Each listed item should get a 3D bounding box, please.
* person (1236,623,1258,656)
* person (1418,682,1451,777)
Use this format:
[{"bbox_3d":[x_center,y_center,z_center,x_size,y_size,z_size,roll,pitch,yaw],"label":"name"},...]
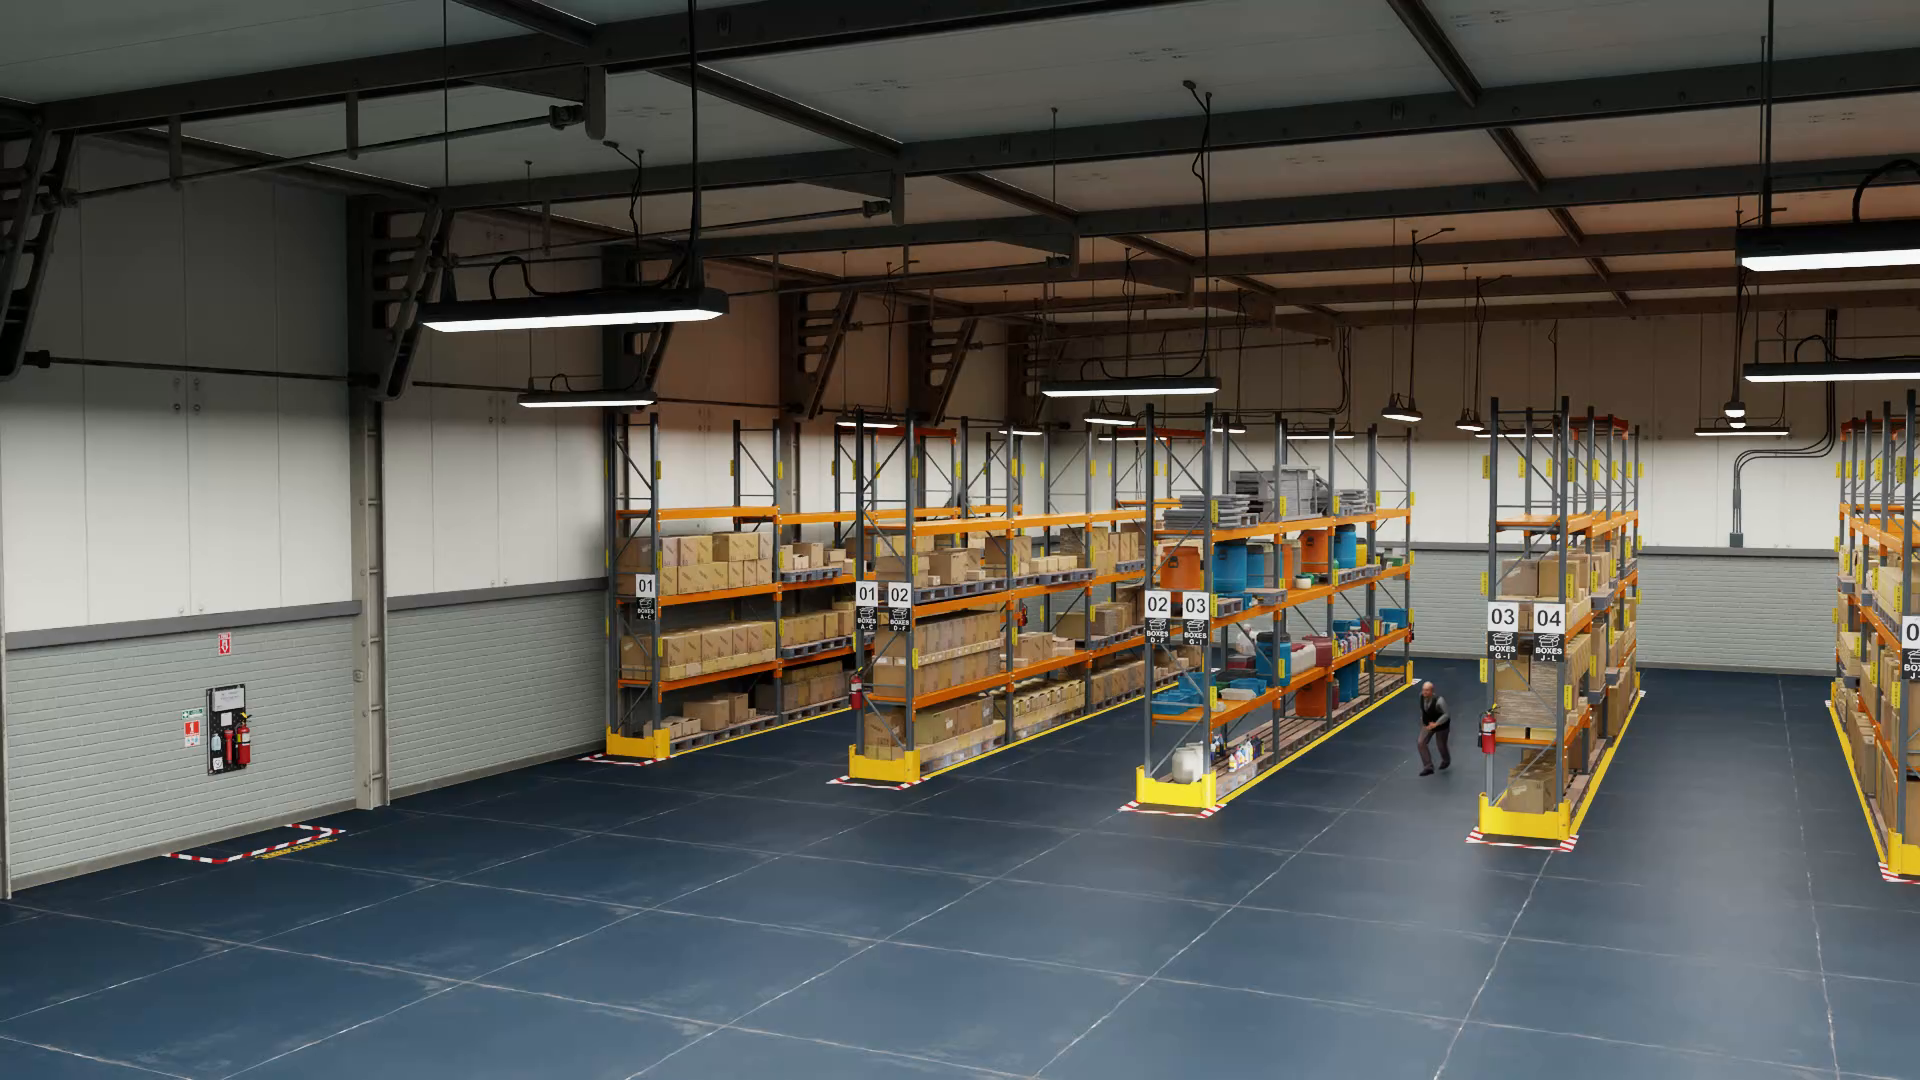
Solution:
[{"bbox_3d":[6.506,2.658,37.408,0.597,1.631,0.996,1,2,14],"label":"person"},{"bbox_3d":[7.824,3.052,27.176,0.648,1.548,1.053,2,3,44],"label":"person"}]
